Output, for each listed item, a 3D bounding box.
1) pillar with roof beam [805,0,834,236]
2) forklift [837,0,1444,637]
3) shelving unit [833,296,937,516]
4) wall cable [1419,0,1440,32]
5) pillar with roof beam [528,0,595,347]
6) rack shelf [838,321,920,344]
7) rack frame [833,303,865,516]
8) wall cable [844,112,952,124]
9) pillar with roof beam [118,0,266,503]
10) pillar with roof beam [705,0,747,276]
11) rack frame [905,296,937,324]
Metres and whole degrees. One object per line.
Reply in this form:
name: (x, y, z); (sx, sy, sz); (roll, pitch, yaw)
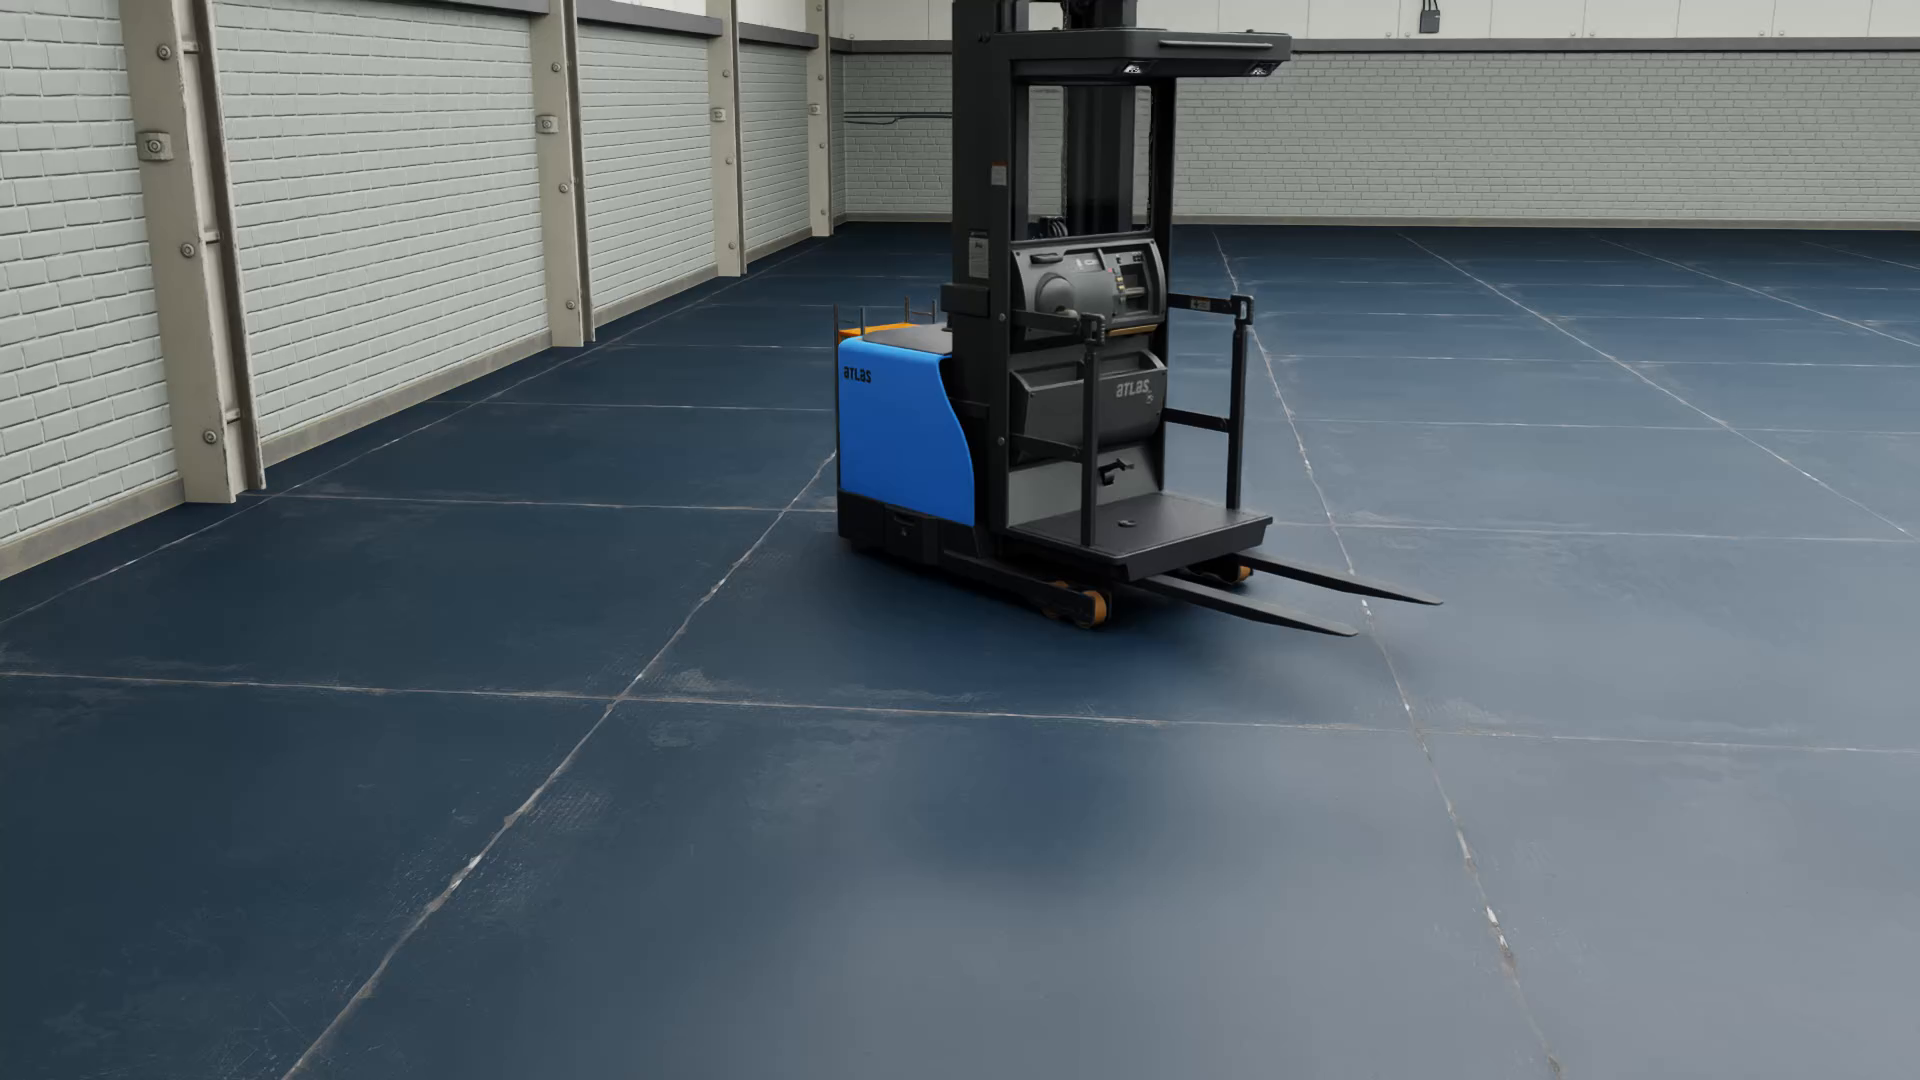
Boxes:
pillar with roof beam: (2.043, -9.150, 25.260); (9.100, 9.000, 0.400); (2, 15, 6)
forklift: (0.740, -1.180, 7.411); (1.130, 2.935, 3.031); (-13, 20, -40)
shelving unit: (-0.388, -0.662, 8.812); (0.503, 1.200, 0.258); (-14, 20, -41)
wall cable: (8.843, -11.360, 26.918); (2.305, 6.003, 0.169); (2, 15, 6)
pillar with roof beam: (0.689, -6.037, 13.750); (9.100, 9.000, 0.400); (2, 15, 6)
rack shelf: (-0.388, -1.041, 8.709); (0.480, 0.148, 0.258); (-14, 20, -41)
rack frame: (-0.567, -0.619, 8.652); (0.015, 1.200, 0.240); (-14, 20, -41)
wall cable: (-0.588, -8.503, 28.816); (3.097, 2.526, 0.112); (2, 15, 6)
pillar with roof beam: (0.012, -4.481, 7.995); (9.100, 9.000, 0.400); (2, 15, 6)
pillar with roof beam: (1.366, -7.594, 19.505); (9.100, 9.000, 0.400); (2, 15, 6)
rack frame: (-0.209, -0.705, 8.971); (0.015, 1.200, 0.240); (-14, 20, -41)
